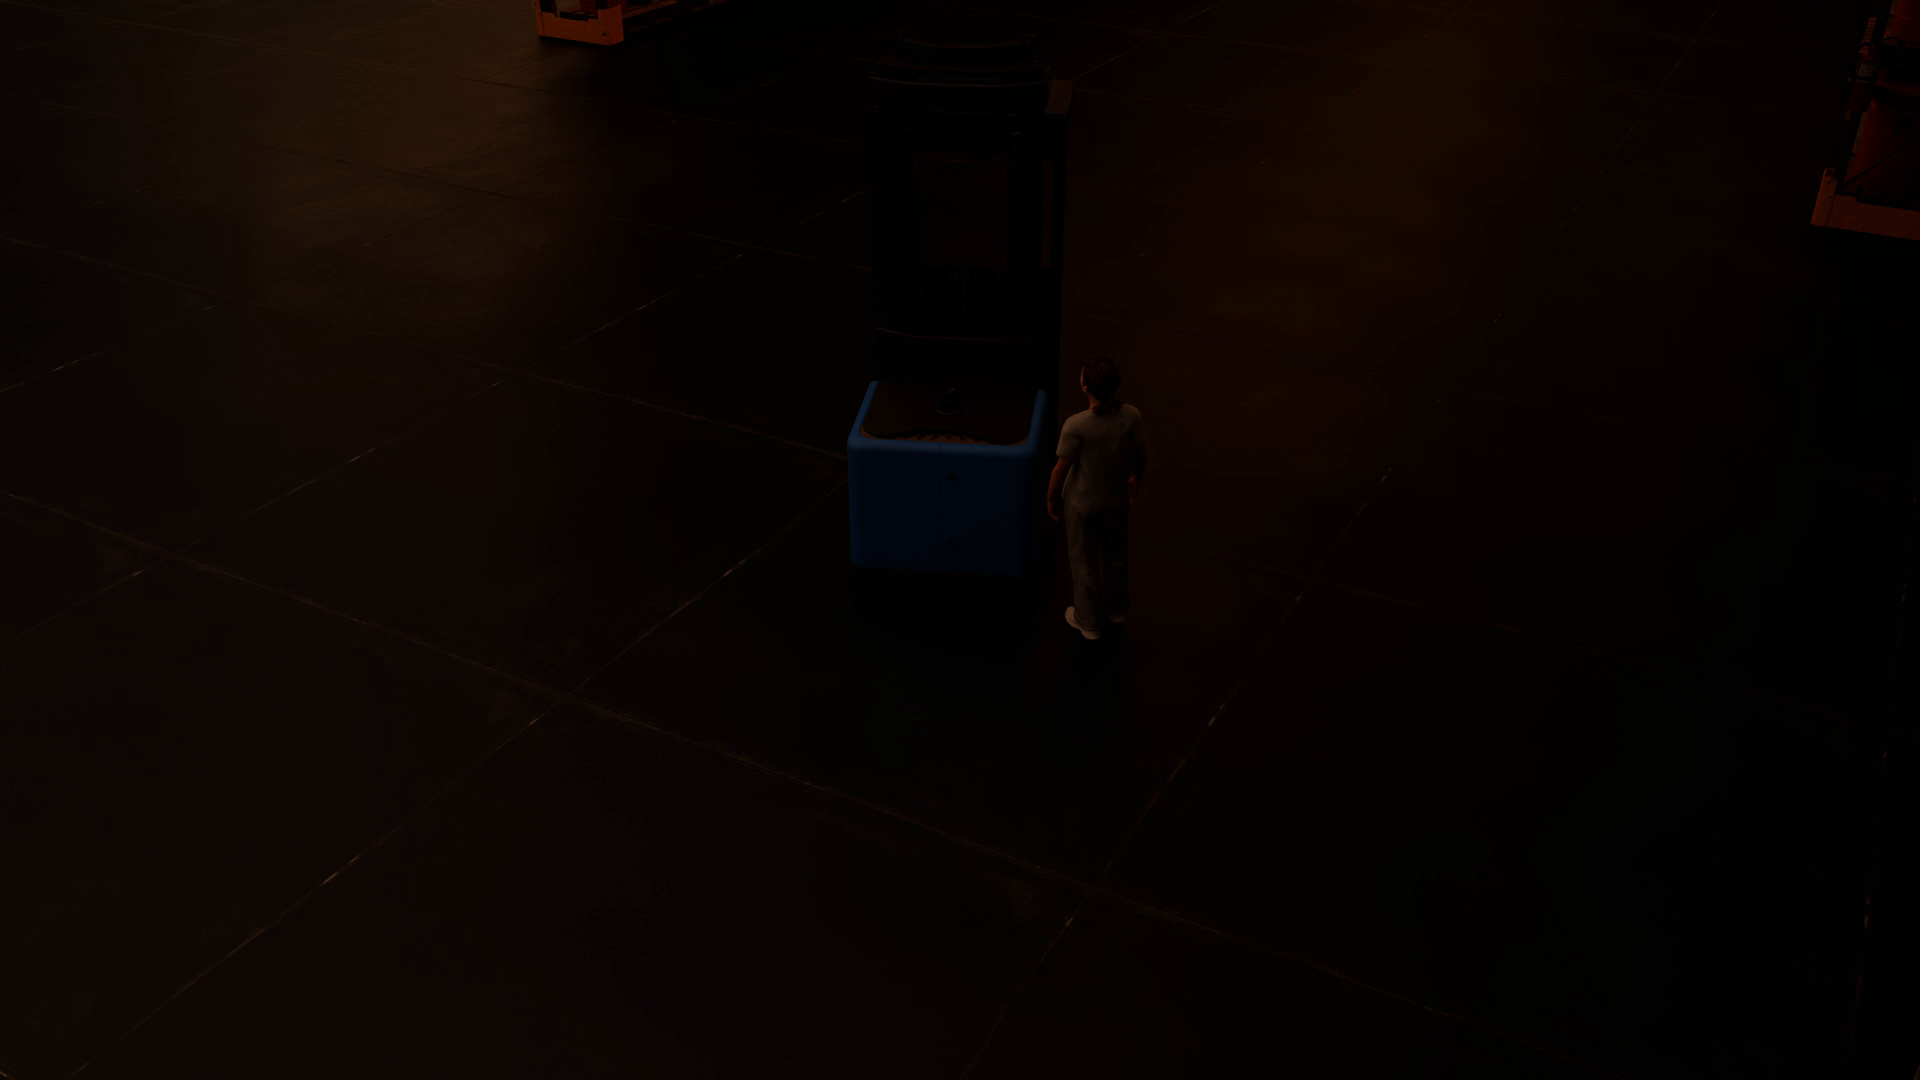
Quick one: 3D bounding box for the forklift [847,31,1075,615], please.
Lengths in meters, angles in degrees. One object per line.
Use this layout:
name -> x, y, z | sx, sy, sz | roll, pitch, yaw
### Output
forklift -> 0.072, -1.572, 9.794 | 1.130, 2.935, 3.031 | 3, 30, 6

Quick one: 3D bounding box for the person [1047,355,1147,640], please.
person -> 0.701, -0.242, 8.731 | 0.549, 1.676, 0.549 | -9, 31, -15
